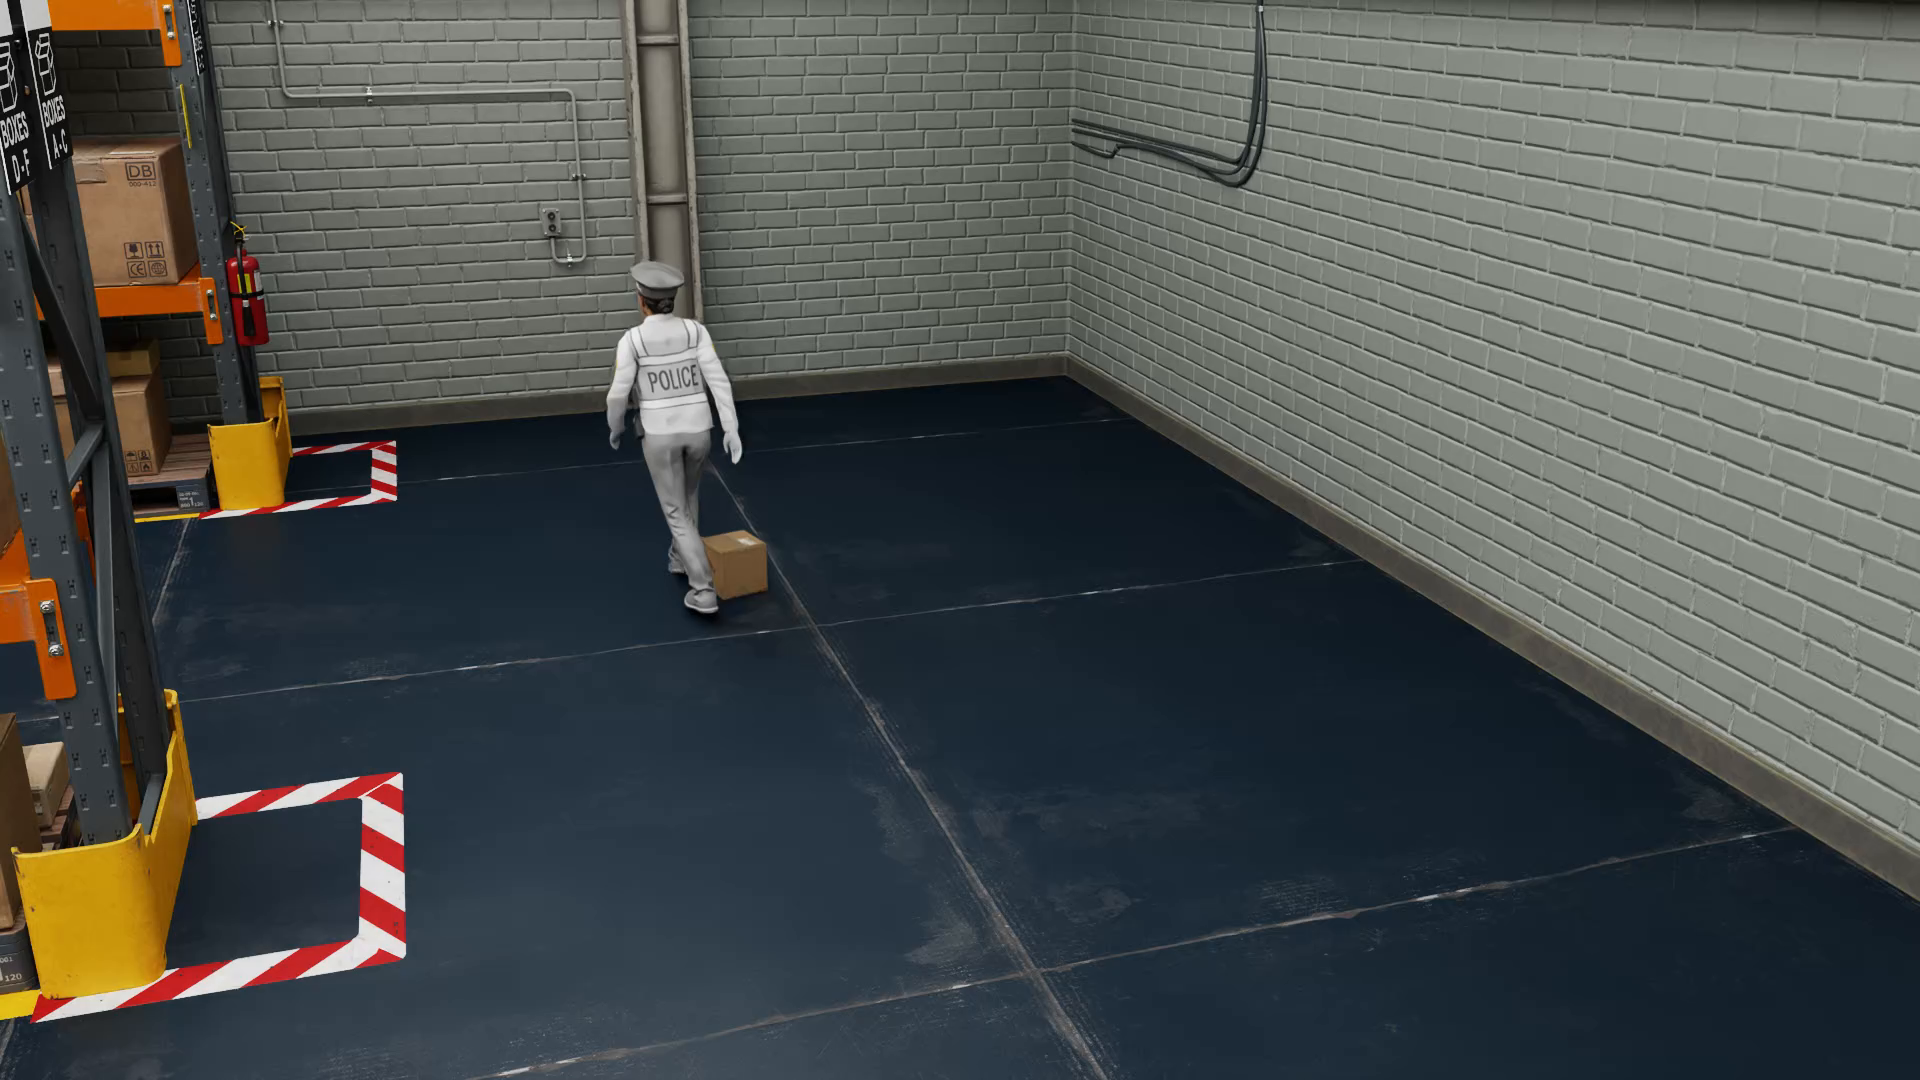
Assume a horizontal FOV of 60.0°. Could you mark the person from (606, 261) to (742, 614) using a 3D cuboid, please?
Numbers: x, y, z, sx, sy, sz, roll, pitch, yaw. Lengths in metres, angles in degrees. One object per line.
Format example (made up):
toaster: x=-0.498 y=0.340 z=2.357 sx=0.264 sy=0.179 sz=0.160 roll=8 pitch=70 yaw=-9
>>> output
person: x=-1.406 y=-0.497 z=8.011 sx=0.563 sy=1.670 sz=0.859 roll=-12 pitch=23 yaw=-30
